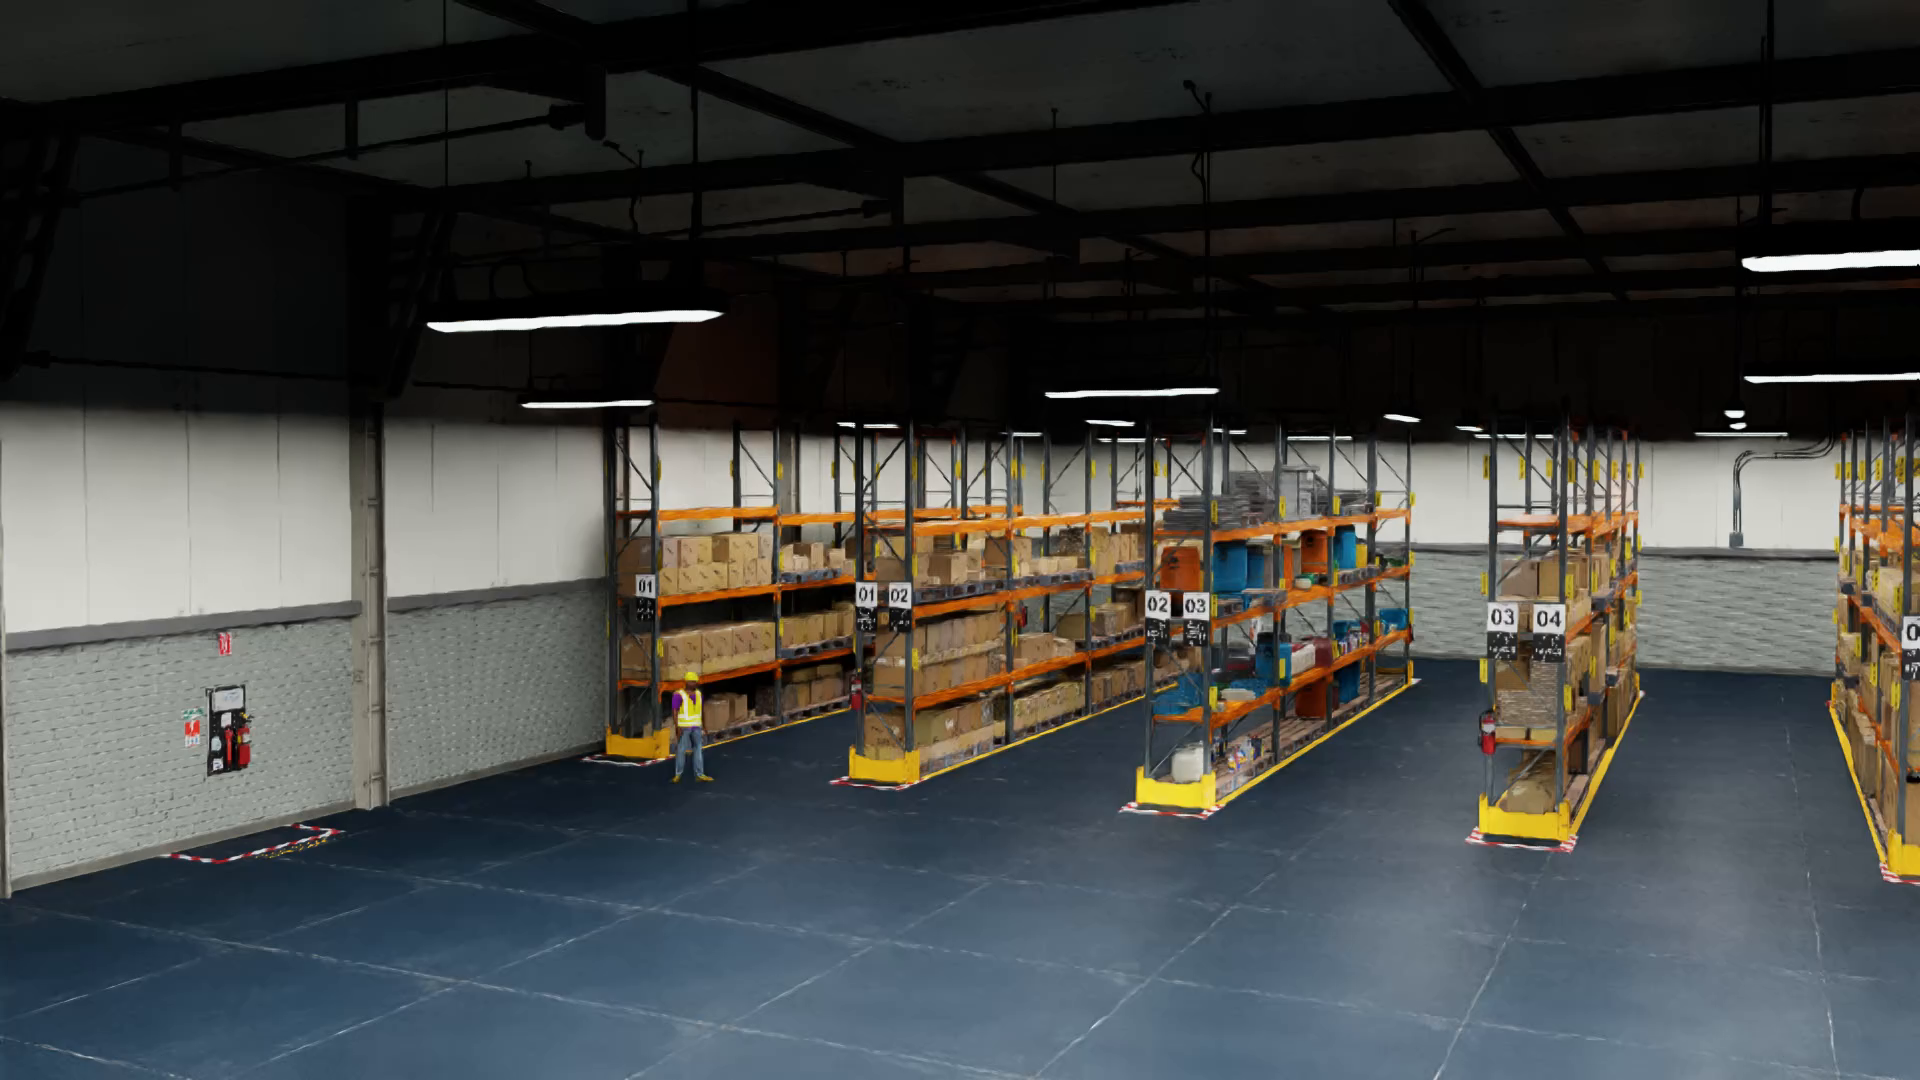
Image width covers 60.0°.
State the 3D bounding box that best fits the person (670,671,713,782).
[{"bbox_3d":[-4.329,2.991,26.652,0.655,1.772,0.476,-2,3,-39],"label":"person"}]

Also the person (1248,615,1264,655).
[{"bbox_3d":[7.134,2.422,39.951,0.474,1.784,0.638,2,3,32],"label":"person"}]
